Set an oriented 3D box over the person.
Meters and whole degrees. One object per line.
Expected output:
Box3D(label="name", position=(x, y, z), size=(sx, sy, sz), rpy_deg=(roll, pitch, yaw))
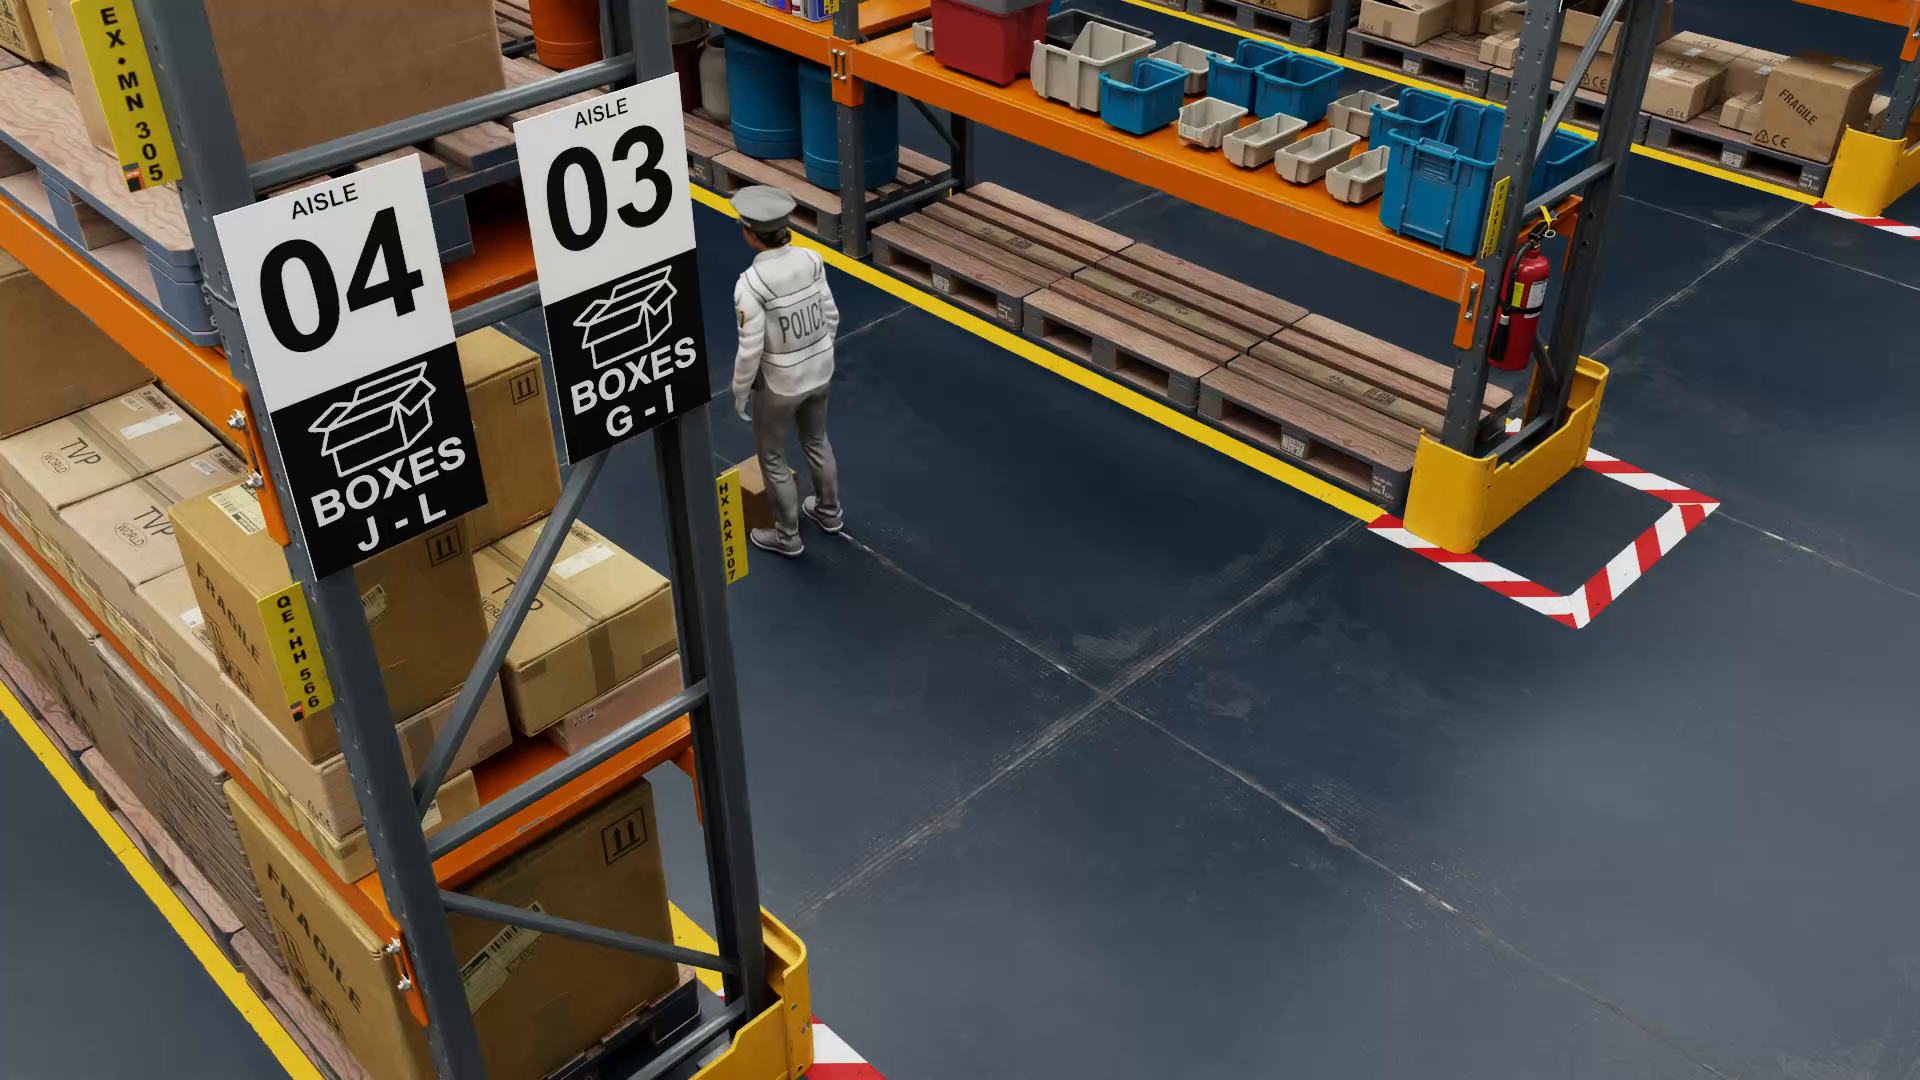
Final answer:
Box3D(label="person", position=(-0.740, -0.686, 7.099), size=(0.528, 1.664, 0.372), rpy_deg=(-30, 45, -35))
